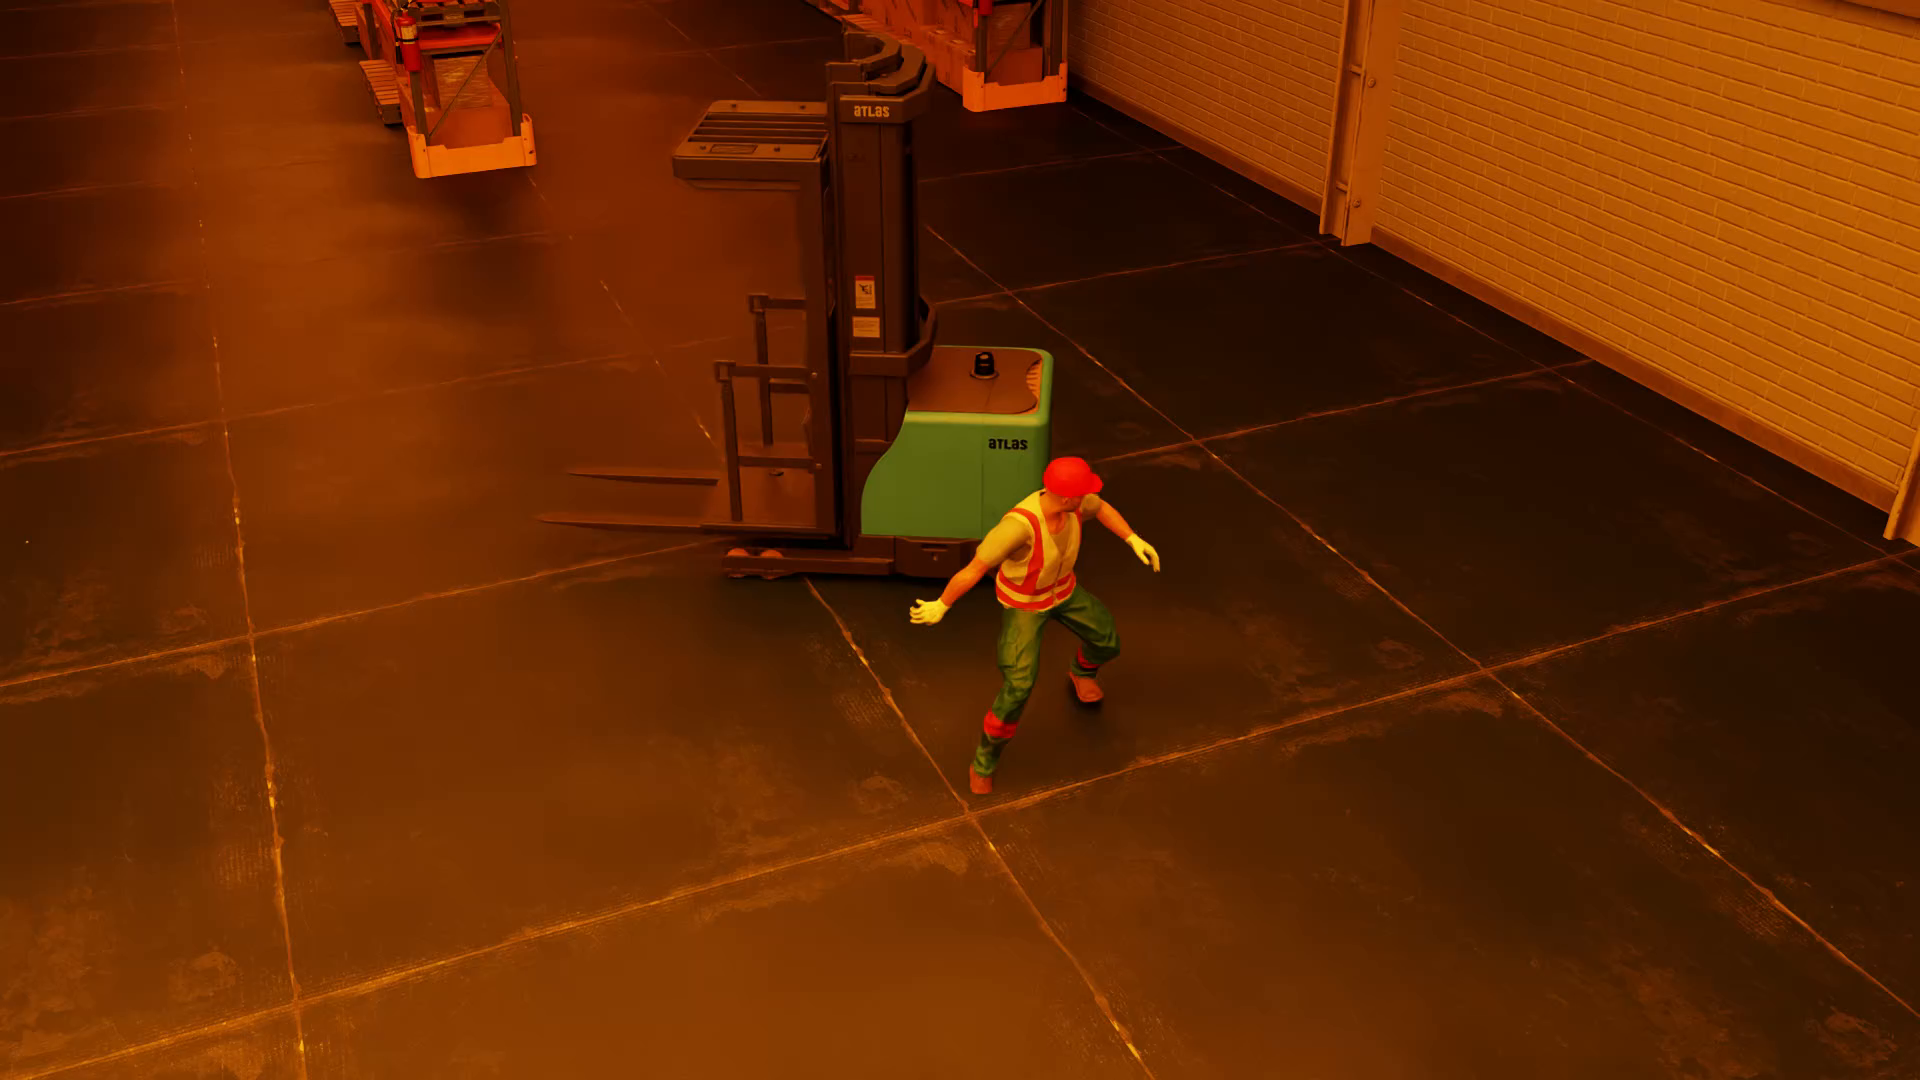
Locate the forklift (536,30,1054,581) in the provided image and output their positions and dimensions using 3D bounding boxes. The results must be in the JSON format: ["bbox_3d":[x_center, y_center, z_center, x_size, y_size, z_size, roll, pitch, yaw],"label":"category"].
[{"bbox_3d":[-0.974,-1.305,9.401,3.031,2.935,1.130,2,30,4],"label":"forklift"}]

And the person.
[{"bbox_3d":[0.367,0.348,7.955,1.128,1.732,0.579,-20,36,-31],"label":"person"}]
